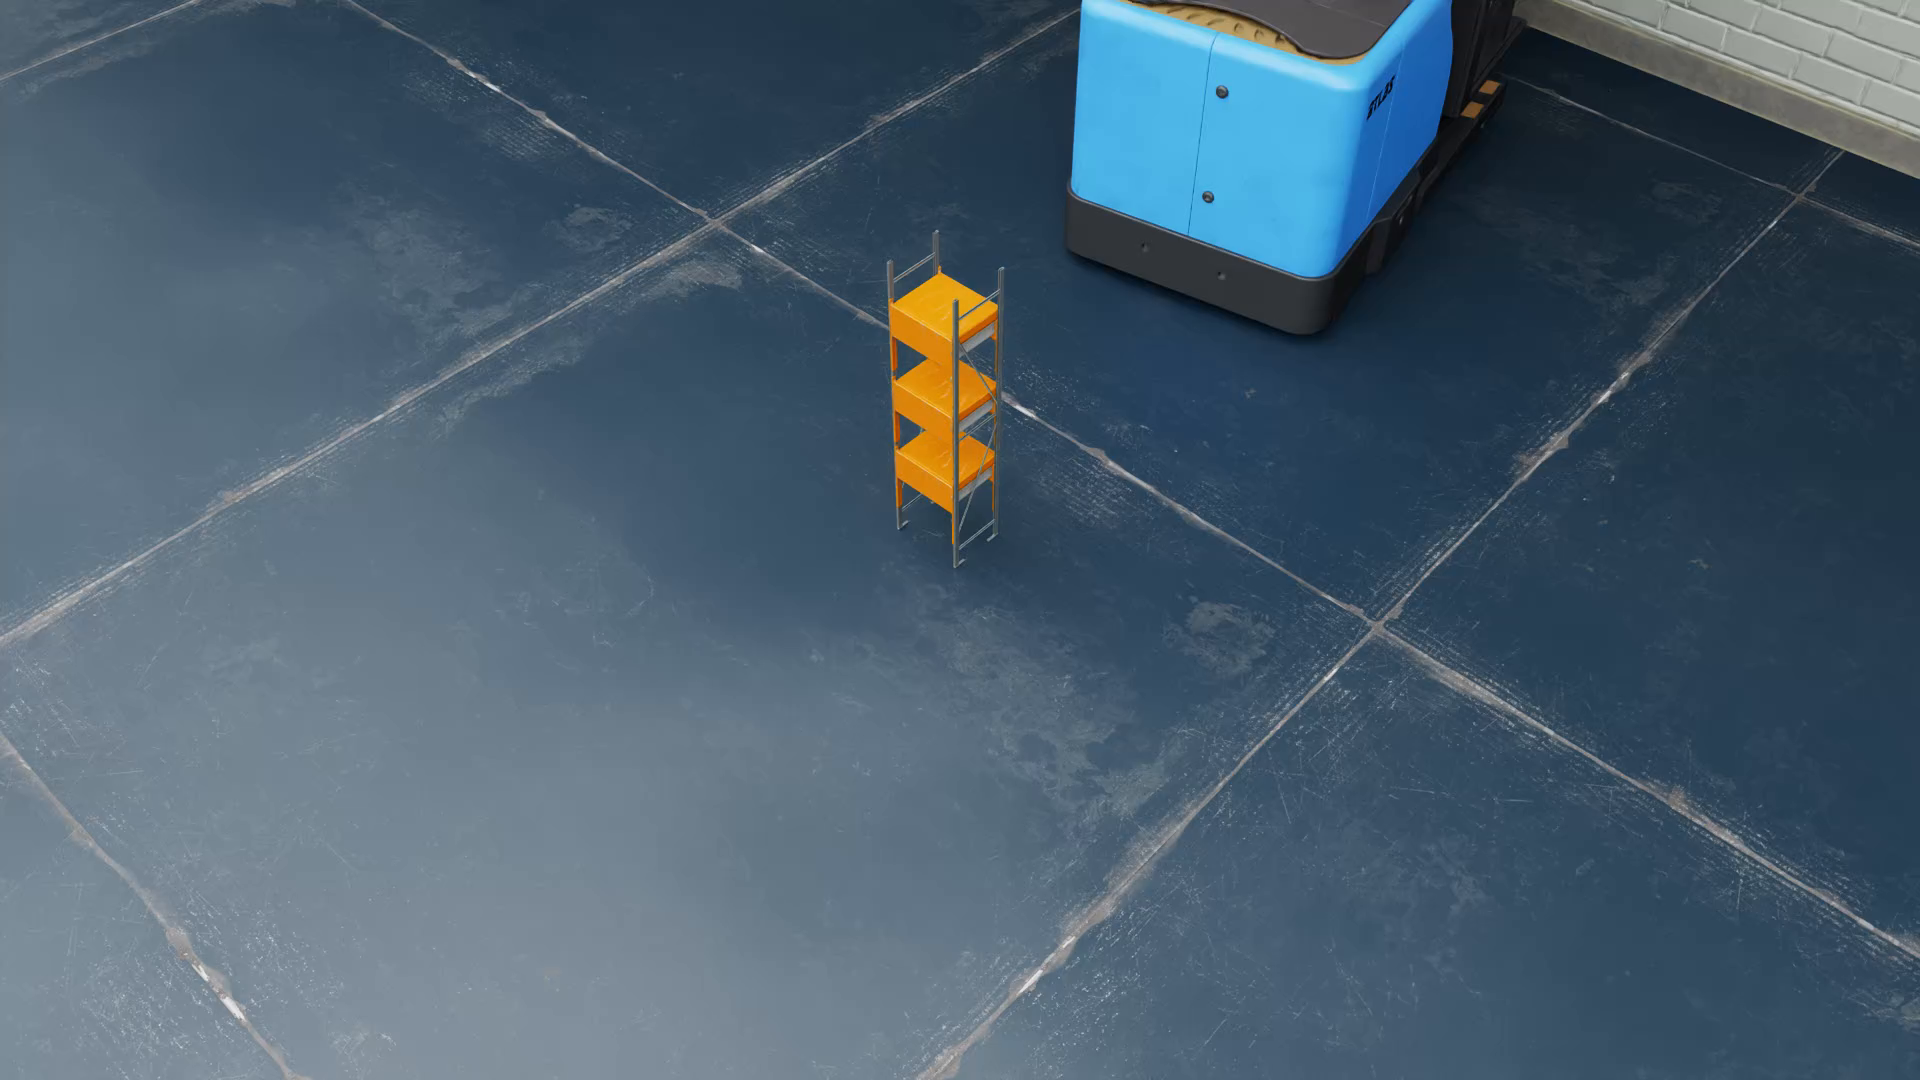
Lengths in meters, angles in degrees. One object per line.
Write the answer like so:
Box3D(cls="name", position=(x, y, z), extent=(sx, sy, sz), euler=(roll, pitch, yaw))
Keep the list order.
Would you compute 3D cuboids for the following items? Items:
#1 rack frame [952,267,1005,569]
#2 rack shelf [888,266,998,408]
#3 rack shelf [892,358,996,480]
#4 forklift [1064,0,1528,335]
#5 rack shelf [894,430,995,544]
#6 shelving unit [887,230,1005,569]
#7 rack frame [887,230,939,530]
Box3D(cls="rack frame", position=(0.050, -0.325, 4.835), extent=(0.008, 1.050, 0.200), euler=(34, 55, 28))
Box3D(cls="rack shelf", position=(-0.039, -0.573, 4.693), extent=(0.240, 0.259, 0.215), euler=(34, 55, 28))
Box3D(cls="rack shelf", position=(-0.039, -0.379, 4.900), extent=(0.240, 0.259, 0.215), euler=(34, 55, 28))
Box3D(cls="forklift", position=(1.594, -2.782, 5.851), extent=(1.130, 2.935, 3.031), euler=(24, 51, 21))
Box3D(cls="rack shelf", position=(-0.039, -0.188, 5.102), extent=(0.240, 0.259, 0.215), euler=(34, 55, 28))
Box3D(cls="shelving unit", position=(-0.039, -0.386, 4.892), extent=(0.252, 1.050, 0.215), euler=(34, 55, 28))
Box3D(cls="rack frame", position=(-0.129, -0.446, 4.949), extent=(0.008, 1.050, 0.200), euler=(34, 55, 28))
